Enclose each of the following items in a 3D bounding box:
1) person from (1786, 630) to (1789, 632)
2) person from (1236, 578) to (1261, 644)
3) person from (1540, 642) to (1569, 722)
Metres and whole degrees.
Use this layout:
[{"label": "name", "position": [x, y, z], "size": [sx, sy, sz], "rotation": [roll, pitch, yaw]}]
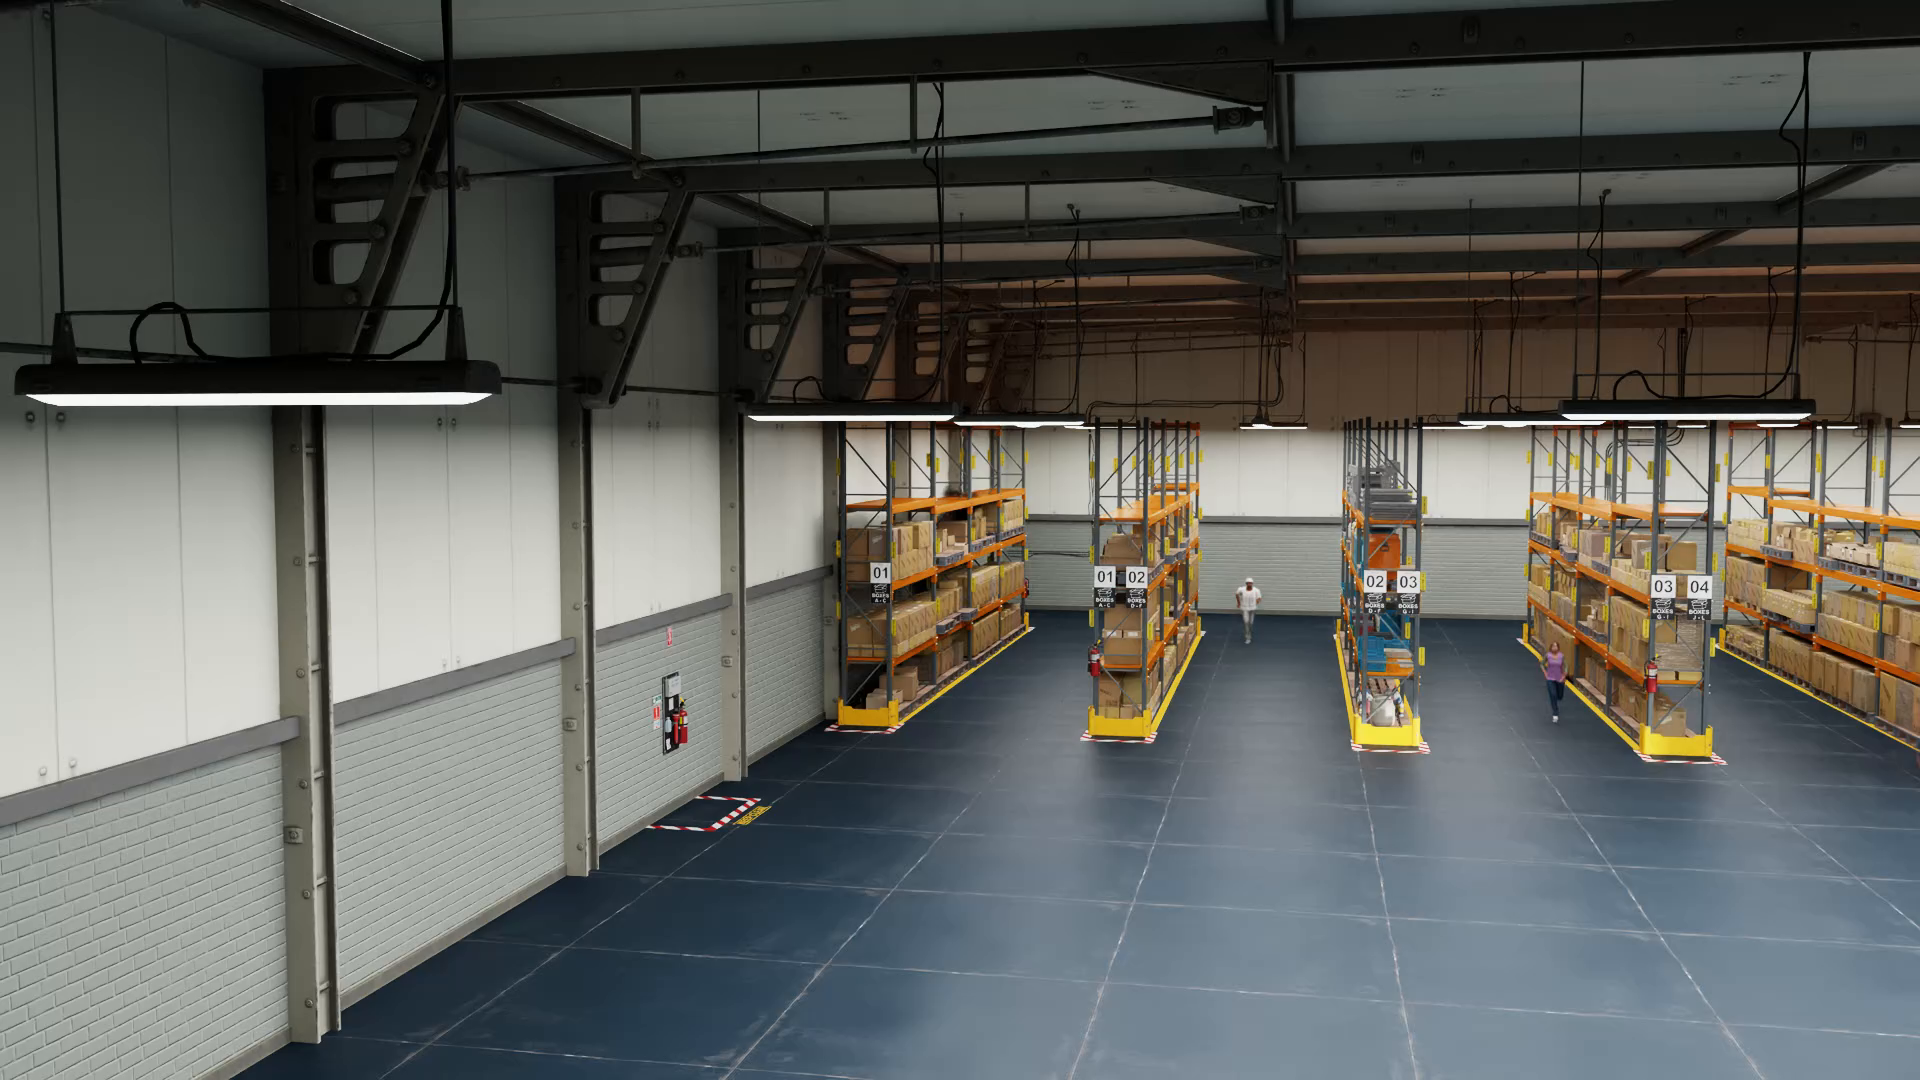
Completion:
[{"label": "person", "position": [22.167, 2.043, 44.174], "size": [0.611, 1.636, 0.496], "rotation": [0, 4, -6]}, {"label": "person", "position": [7.878, 1.905, 45.352], "size": [0.636, 1.788, 0.943], "rotation": [0, 4, -3]}, {"label": "person", "position": [11.883, 2.809, 33.252], "size": [0.530, 1.572, 0.853], "rotation": [1, 4, 9]}]
